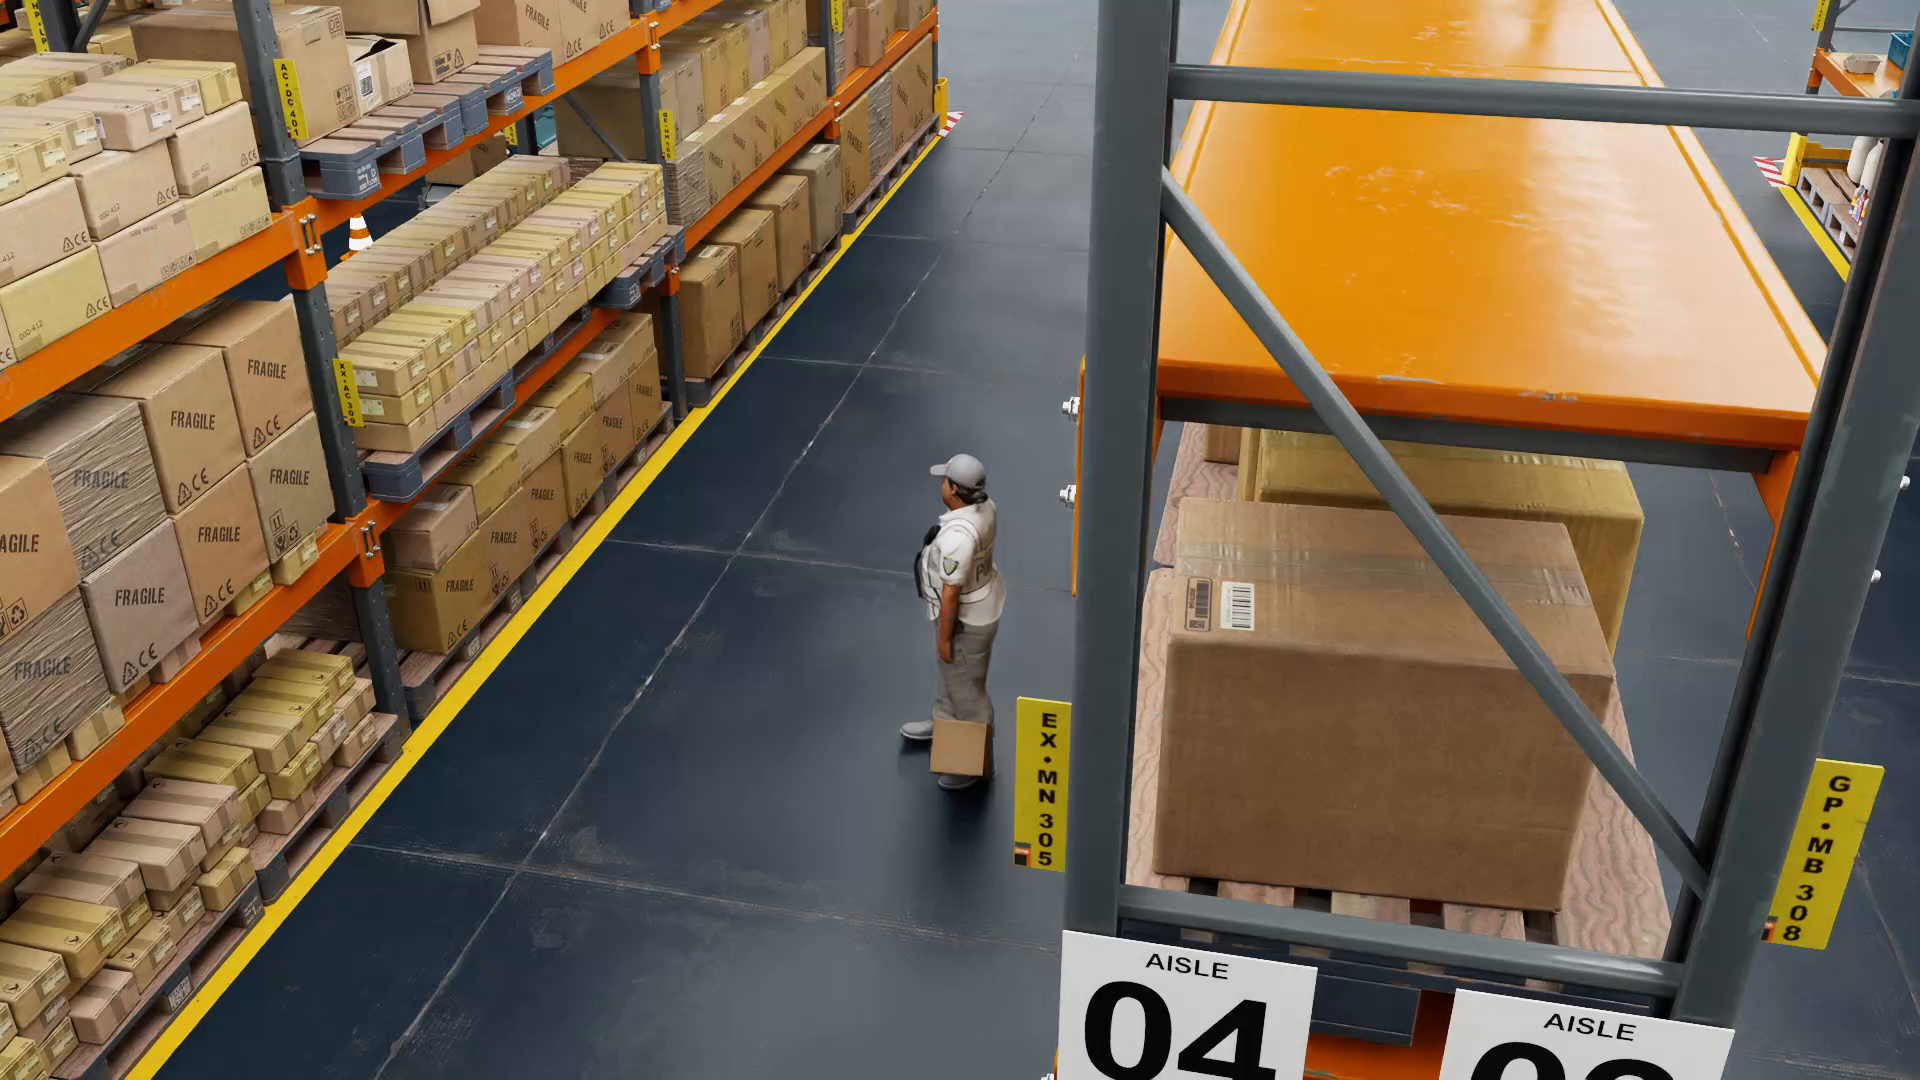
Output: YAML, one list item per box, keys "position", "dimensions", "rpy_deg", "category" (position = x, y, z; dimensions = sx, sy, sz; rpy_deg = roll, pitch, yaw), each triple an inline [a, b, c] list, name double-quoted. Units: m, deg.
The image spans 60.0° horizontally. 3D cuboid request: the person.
- position: [-0.062, 0.356, 7.927]
  dimensions: [0.524, 1.669, 0.550]
  rpy_deg: [5, 29, 9]
  category: "person"
